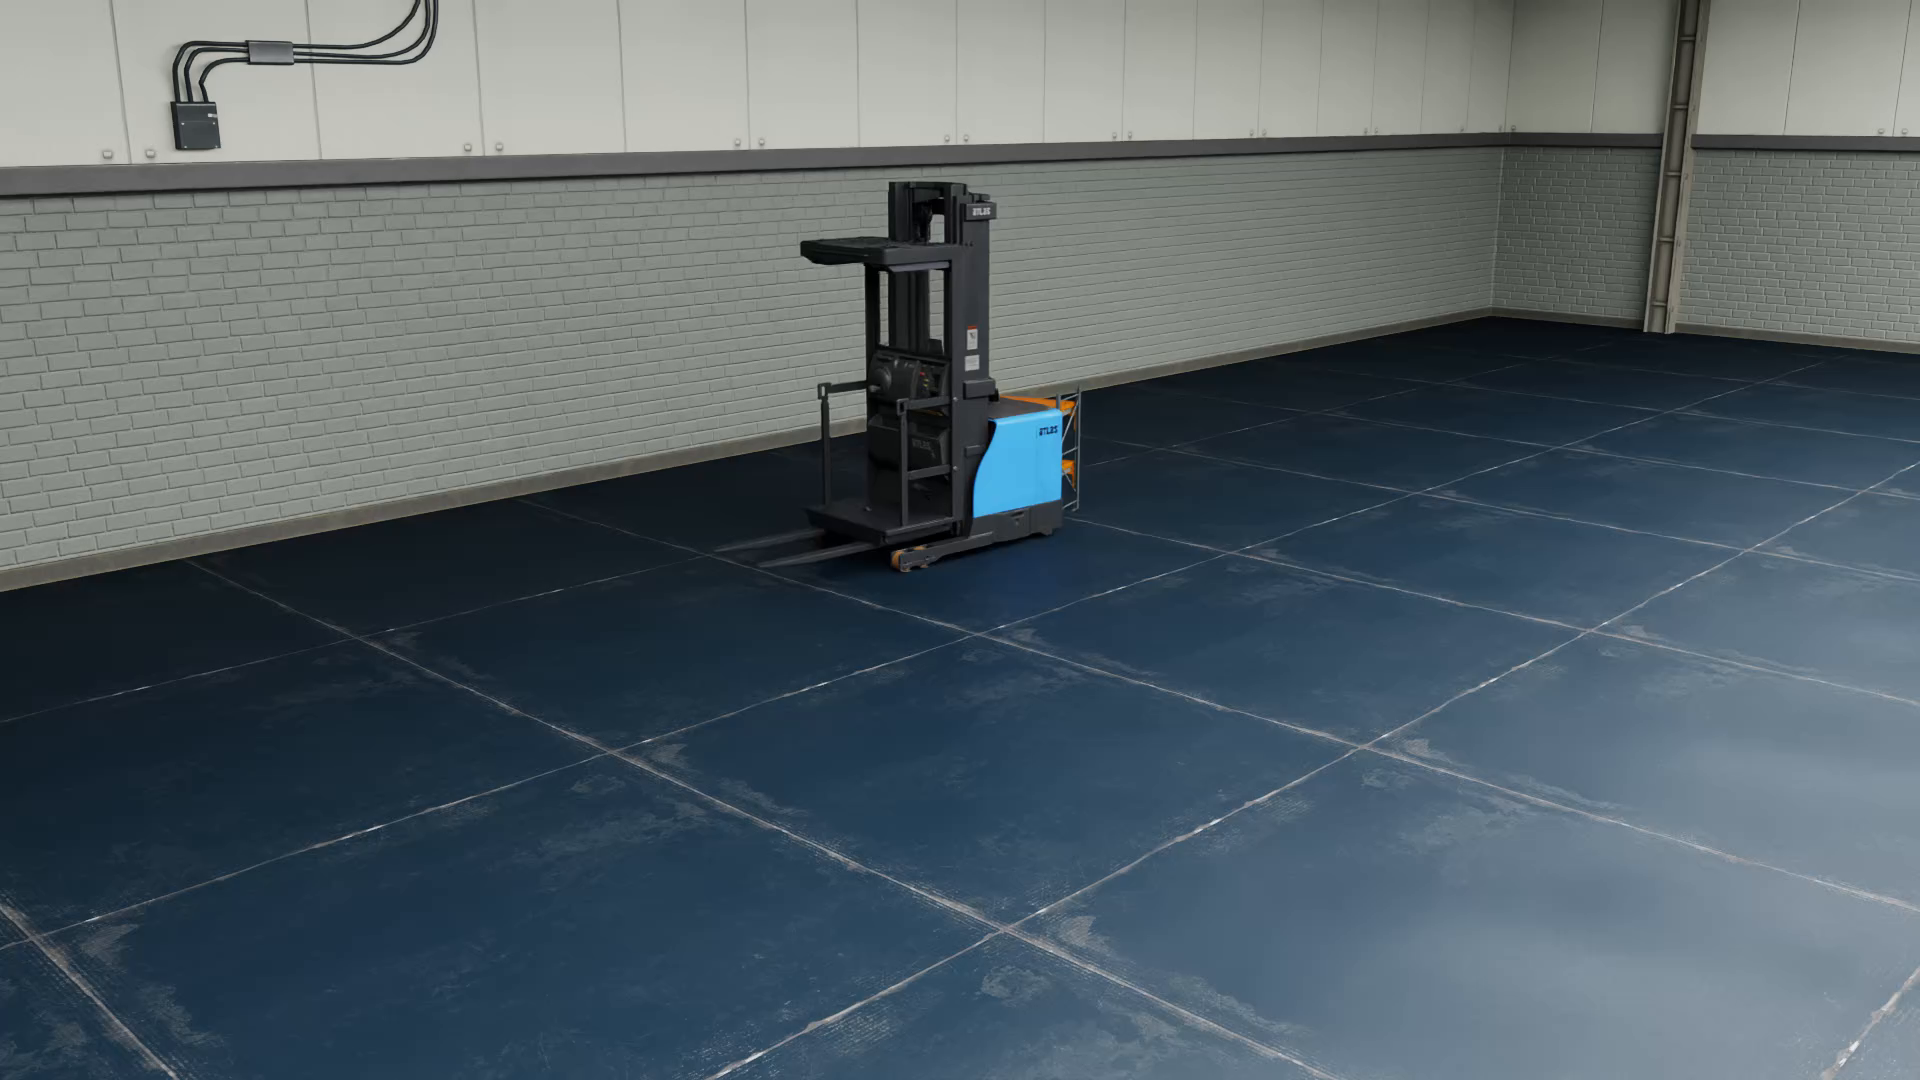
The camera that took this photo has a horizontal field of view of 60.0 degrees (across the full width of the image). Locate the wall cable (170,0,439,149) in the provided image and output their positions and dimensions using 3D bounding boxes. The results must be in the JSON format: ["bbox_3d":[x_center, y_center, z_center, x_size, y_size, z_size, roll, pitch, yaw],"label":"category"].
[{"bbox_3d":[-5.193,-6.116,12.811,0.169,6.003,2.305,14,20,42],"label":"wall cable"}]

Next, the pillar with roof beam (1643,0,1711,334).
[{"bbox_3d":[8.286,-6.930,22.682,0.400,9.000,9.100,14,20,42],"label":"pillar with roof beam"}]

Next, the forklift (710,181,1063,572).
[{"bbox_3d":[-0.567,-1.317,13.172,3.031,2.935,1.130,-13,19,-40],"label":"forklift"}]

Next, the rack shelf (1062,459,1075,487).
[{"bbox_3d":[0.493,-0.594,14.948,1.000,0.278,0.538,7,16,26],"label":"rack shelf"}]

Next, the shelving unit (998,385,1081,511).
[{"bbox_3d":[0.494,-0.831,14.887,1.048,1.125,0.538,7,16,26],"label":"shelving unit"}]

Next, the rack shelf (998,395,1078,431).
[{"bbox_3d":[0.494,-1.114,14.814,1.000,0.278,0.538,7,16,26],"label":"rack shelf"}]

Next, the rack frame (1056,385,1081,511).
[{"bbox_3d":[0.949,-0.774,14.668,0.032,1.125,0.500,7,16,26],"label":"rack frame"}]
